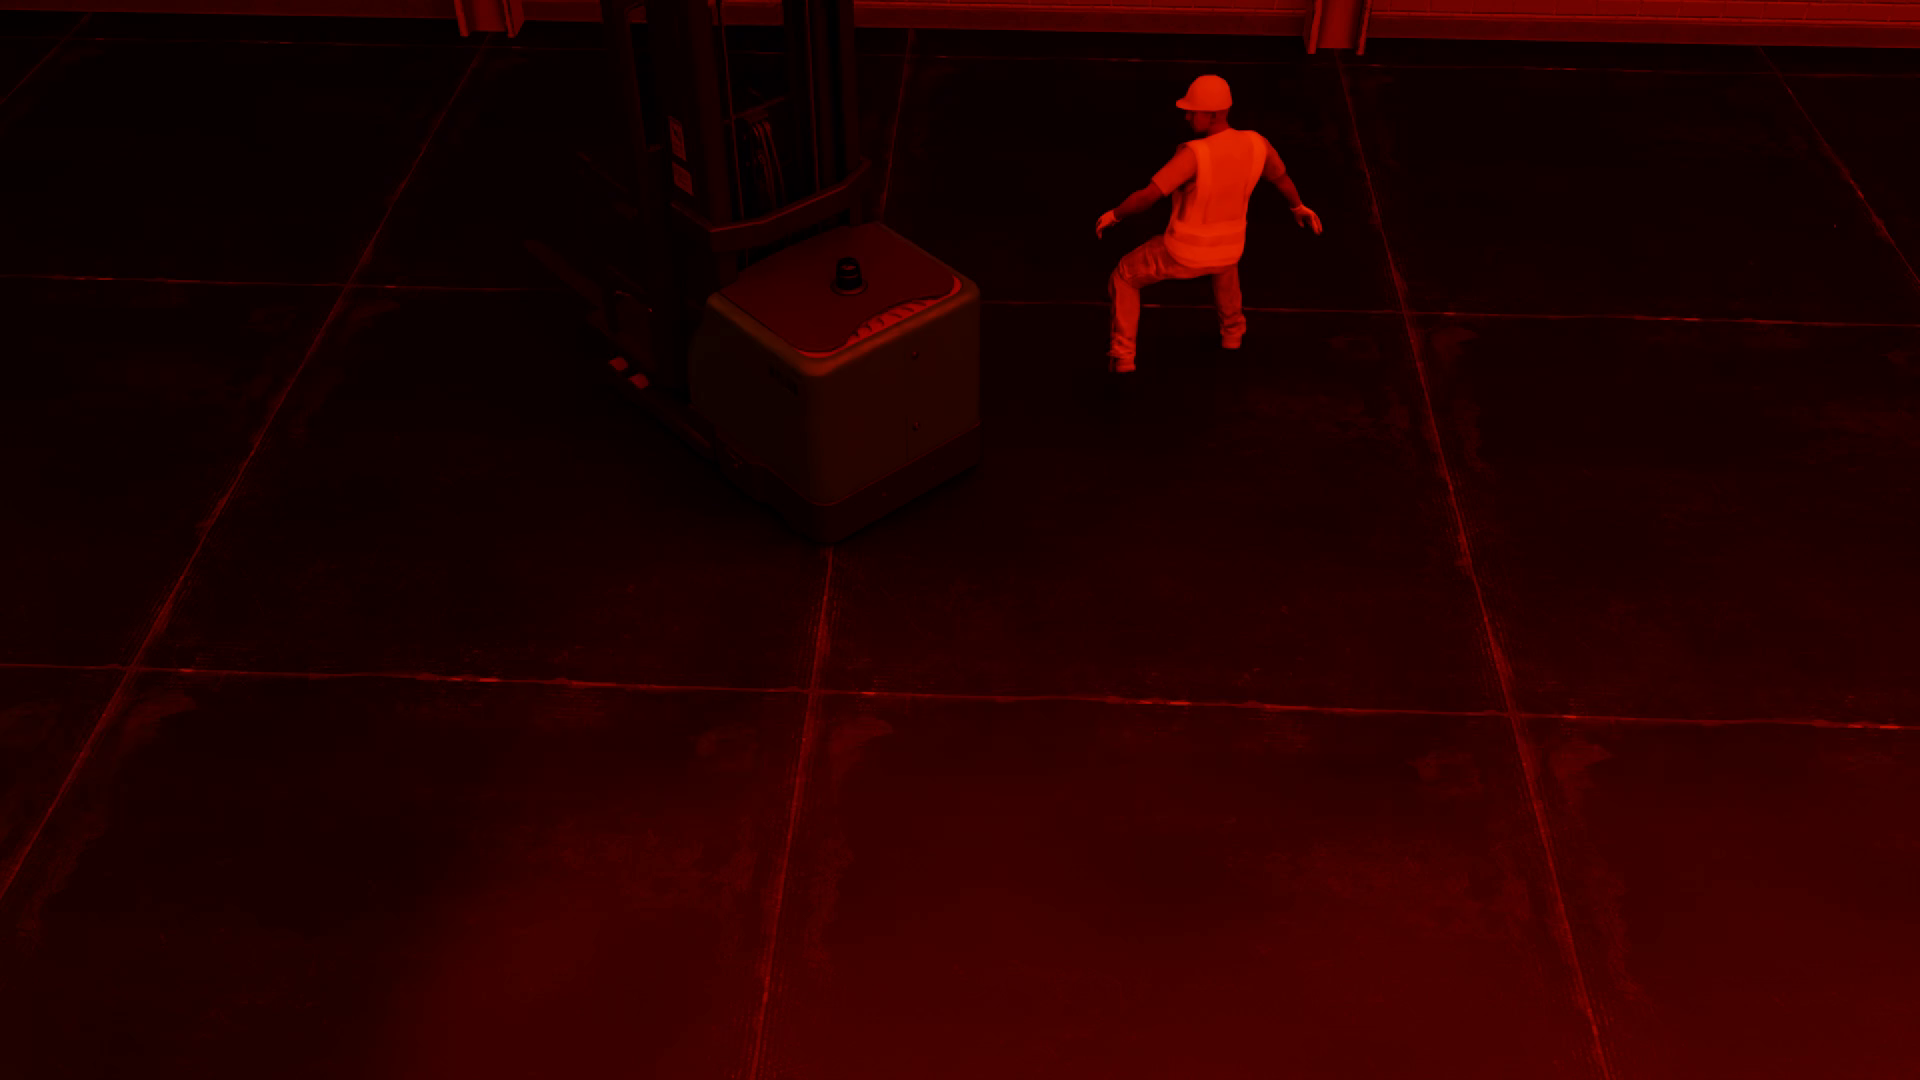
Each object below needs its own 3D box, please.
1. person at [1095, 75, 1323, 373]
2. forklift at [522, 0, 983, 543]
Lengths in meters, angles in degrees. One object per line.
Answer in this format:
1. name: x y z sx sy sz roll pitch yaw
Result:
1. person: 1.271 -1.565 8.472 1.209 1.665 0.505 -15 44 -16
2. forklift: -1.238 -1.984 7.916 1.130 2.935 3.031 -31 51 -29
